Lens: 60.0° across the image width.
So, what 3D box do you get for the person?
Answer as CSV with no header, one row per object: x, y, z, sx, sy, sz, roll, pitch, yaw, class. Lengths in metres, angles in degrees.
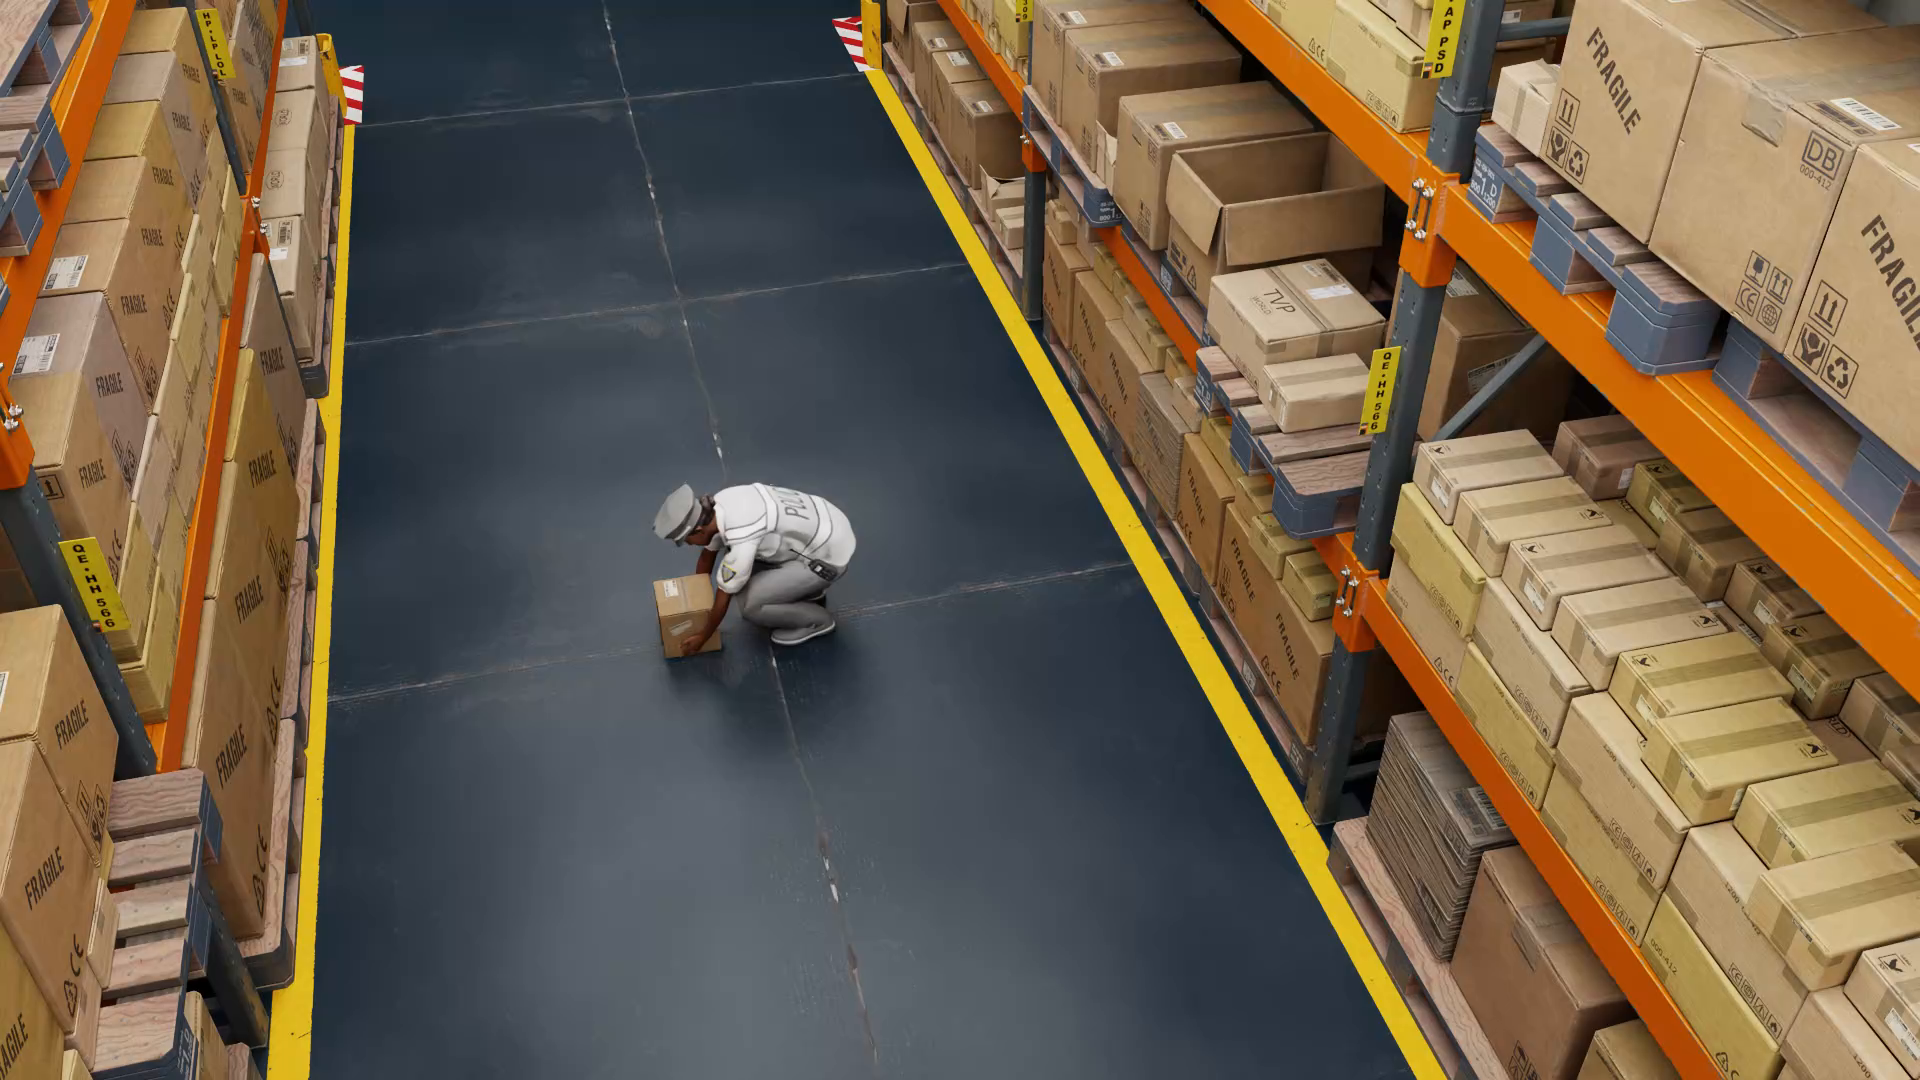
-0.892,0.060,7.318,0.869,0.845,0.480,-9,39,-11,person
